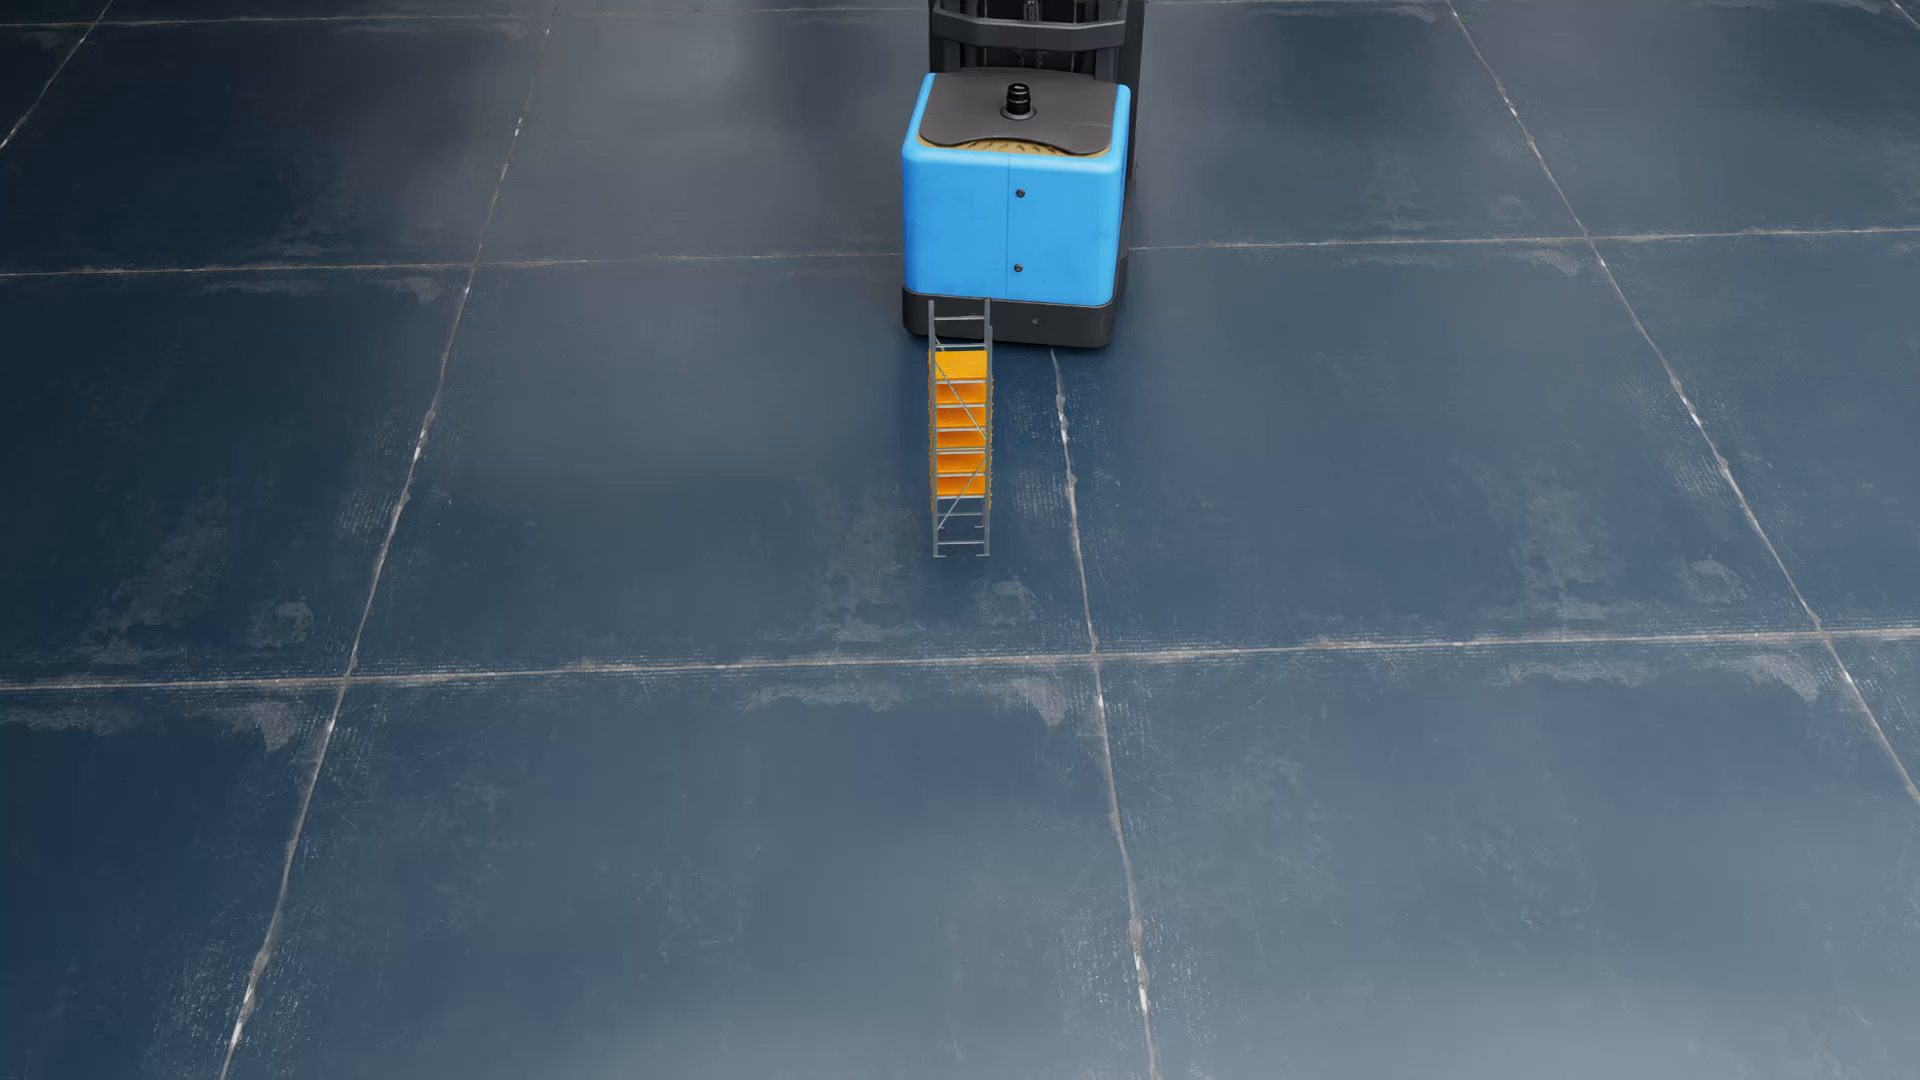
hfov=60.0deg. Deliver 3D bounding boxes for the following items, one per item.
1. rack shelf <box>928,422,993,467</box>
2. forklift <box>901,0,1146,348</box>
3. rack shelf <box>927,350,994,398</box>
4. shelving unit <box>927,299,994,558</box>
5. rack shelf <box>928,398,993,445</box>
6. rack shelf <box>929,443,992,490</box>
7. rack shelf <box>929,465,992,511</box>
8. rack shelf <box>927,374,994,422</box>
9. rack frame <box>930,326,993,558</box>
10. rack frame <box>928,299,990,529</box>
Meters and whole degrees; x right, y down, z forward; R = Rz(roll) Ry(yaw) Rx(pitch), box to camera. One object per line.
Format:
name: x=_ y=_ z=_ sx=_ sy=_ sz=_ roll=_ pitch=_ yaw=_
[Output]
rack shelf: x=0.001 y=-0.400 z=6.864 sx=0.258 sy=0.103 sz=0.180 roll=-2 pitch=43 yaw=-2
forklift: x=0.419 y=-3.023 z=8.379 sx=1.130 sy=2.935 sz=3.031 roll=5 pitch=43 yaw=6
rack shelf: x=0.001 y=-0.665 z=6.621 sx=0.258 sy=0.103 sz=0.180 roll=-2 pitch=43 yaw=-2
shelving unit: x=0.001 y=-0.433 z=6.834 sx=0.258 sy=1.200 sz=0.189 roll=-2 pitch=43 yaw=-2
rack shelf: x=0.001 y=-0.488 z=6.783 sx=0.258 sy=0.103 sz=0.180 roll=-2 pitch=43 yaw=-2
rack shelf: x=0.001 y=-0.311 z=6.945 sx=0.258 sy=0.103 sz=0.180 roll=-2 pitch=43 yaw=-2
rack shelf: x=0.001 y=-0.223 z=7.026 sx=0.258 sy=0.103 sz=0.180 roll=-2 pitch=43 yaw=-2
rack shelf: x=0.001 y=-0.577 z=6.702 sx=0.258 sy=0.103 sz=0.180 roll=-2 pitch=43 yaw=-2
rack frame: x=0.005 y=-0.371 z=6.767 sx=0.240 sy=1.200 sz=0.006 roll=-2 pitch=43 yaw=-2
rack frame: x=-0.003 y=-0.494 z=6.901 sx=0.240 sy=1.200 sz=0.006 roll=-2 pitch=43 yaw=-2
